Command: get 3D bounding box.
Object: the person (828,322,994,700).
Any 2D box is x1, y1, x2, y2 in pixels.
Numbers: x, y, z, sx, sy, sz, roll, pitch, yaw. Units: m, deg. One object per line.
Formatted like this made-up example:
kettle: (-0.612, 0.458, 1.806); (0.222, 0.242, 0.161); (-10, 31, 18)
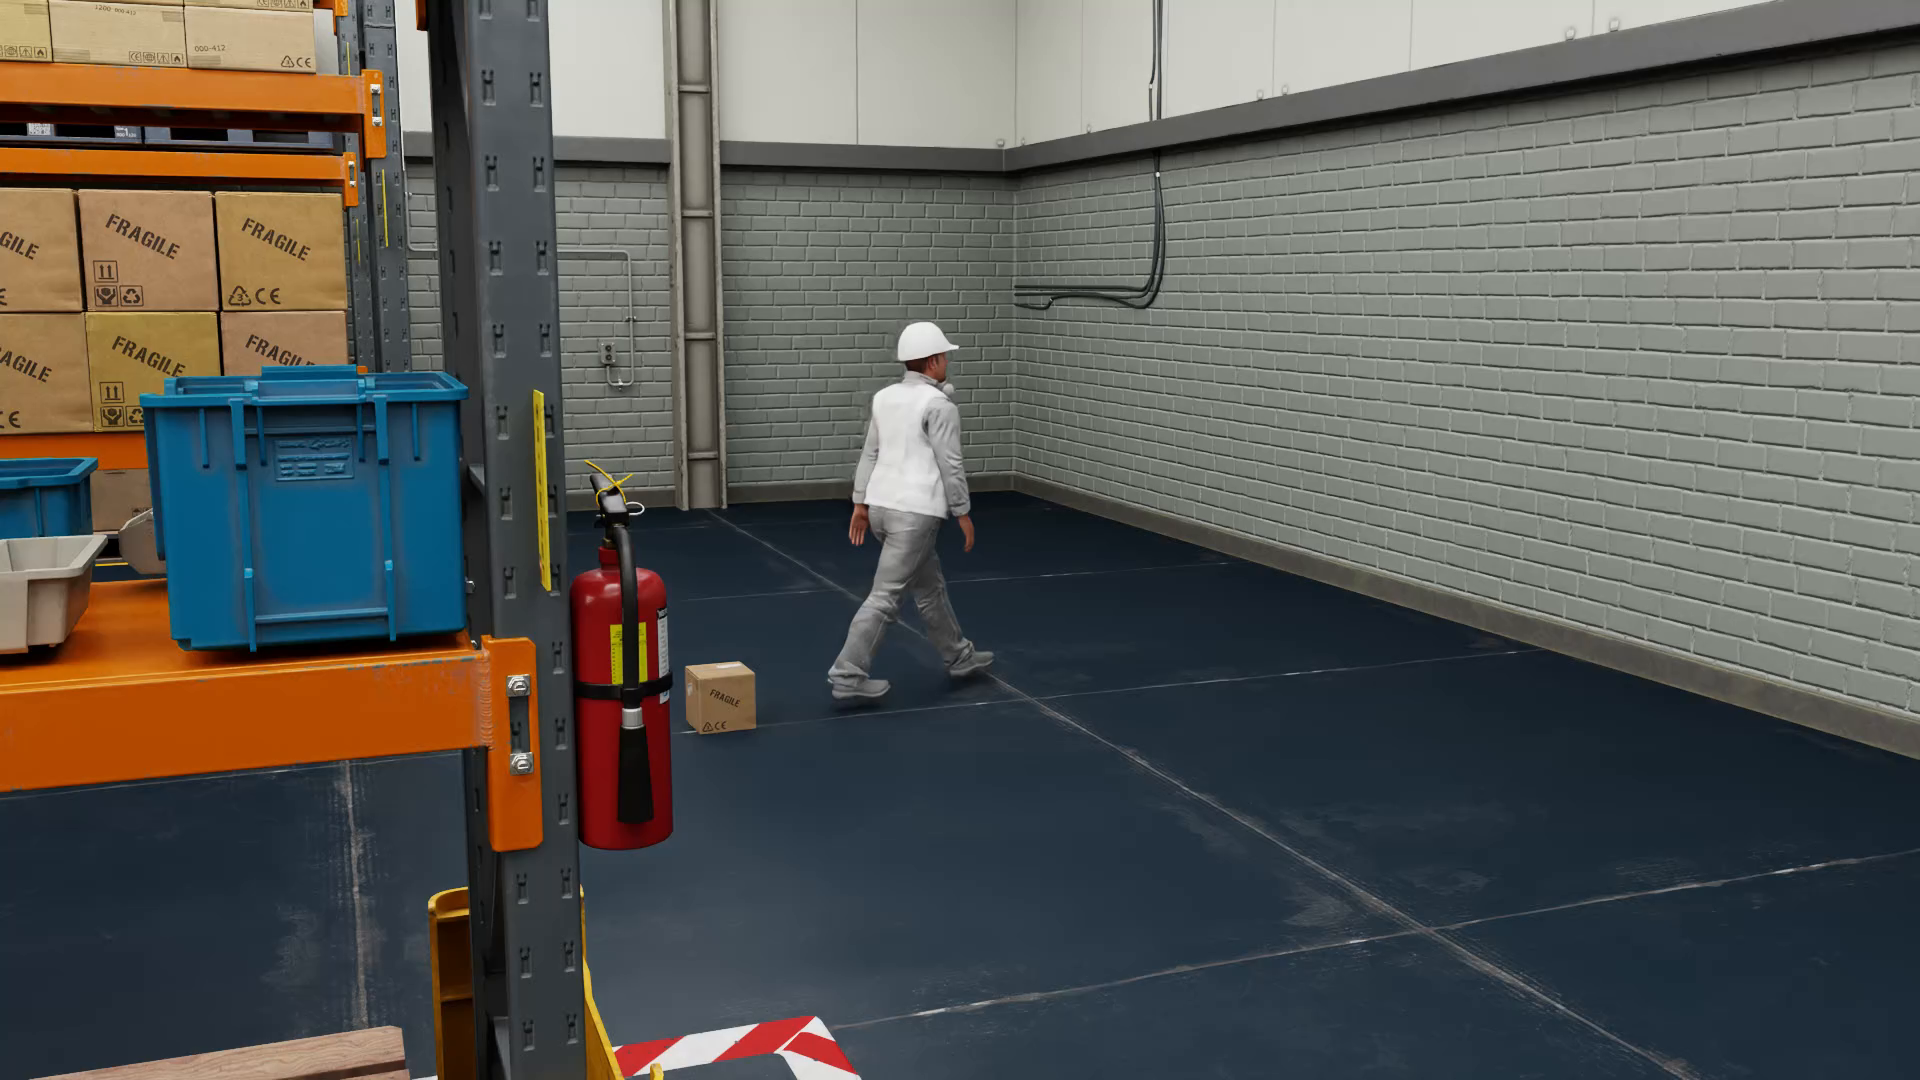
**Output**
person: (-0.172, -0.149, 7.707); (1.029, 1.706, 0.564); (-6, 11, -34)
